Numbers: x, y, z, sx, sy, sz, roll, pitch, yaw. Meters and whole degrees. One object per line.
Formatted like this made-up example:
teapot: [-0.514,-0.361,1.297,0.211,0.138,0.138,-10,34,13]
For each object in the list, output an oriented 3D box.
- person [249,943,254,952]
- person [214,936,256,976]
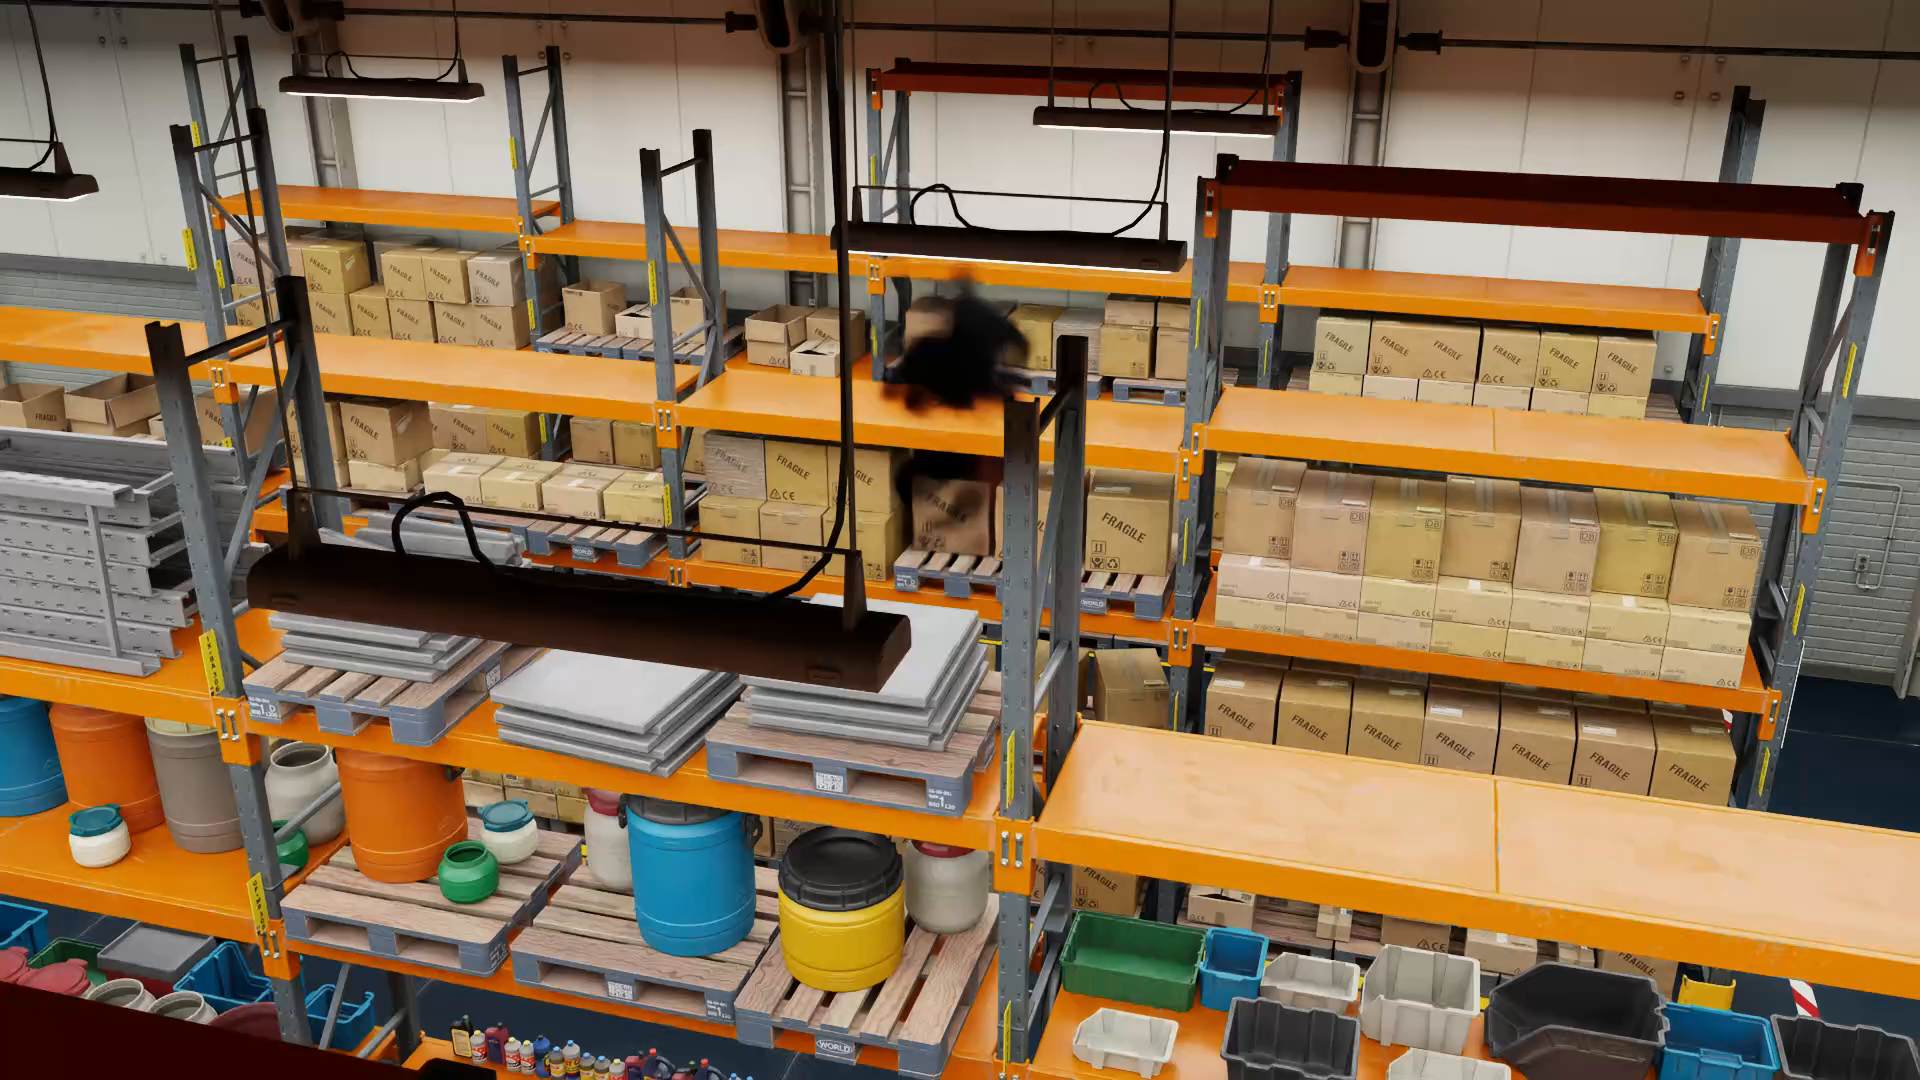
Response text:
person: [-5.787,2.525,12.373,0.945,1.754,0.647,2,23,5]
person: [-5.276,2.810,11.800,0.669,1.738,0.640,6,23,14]
